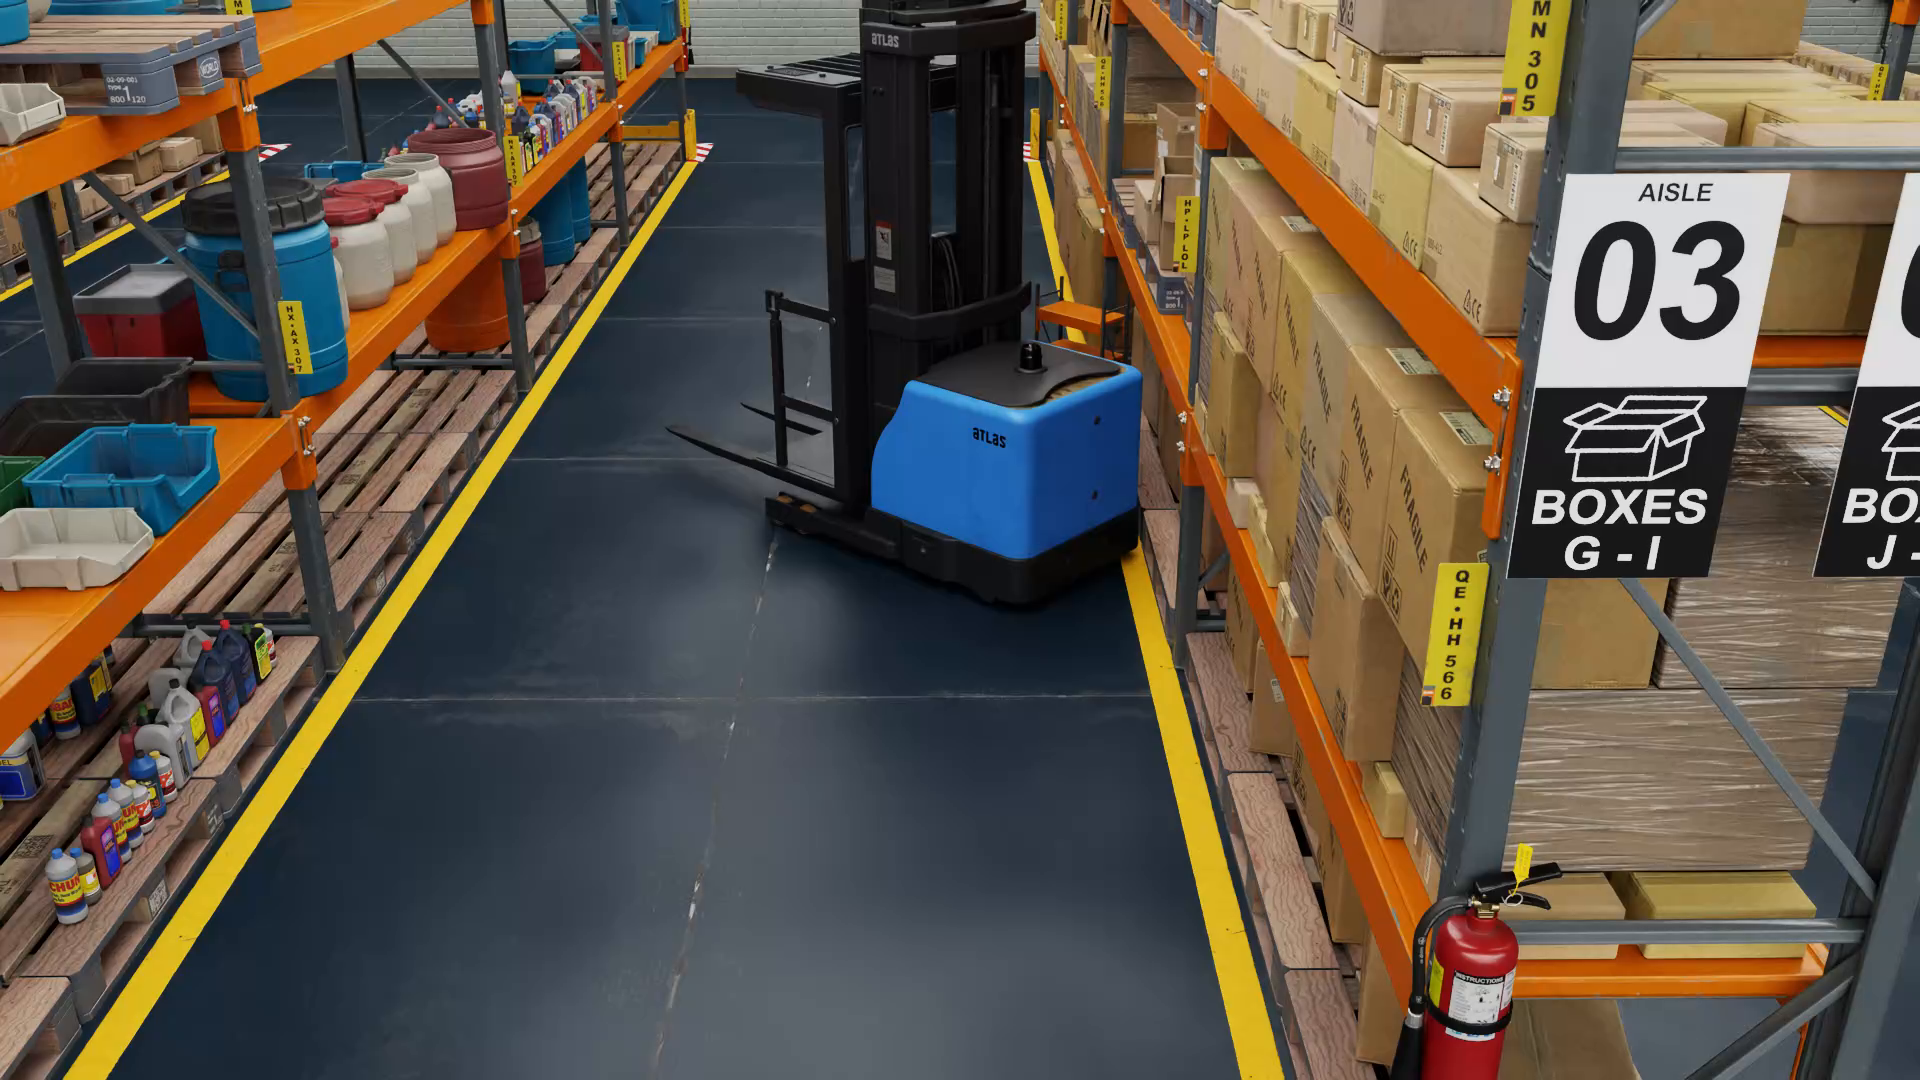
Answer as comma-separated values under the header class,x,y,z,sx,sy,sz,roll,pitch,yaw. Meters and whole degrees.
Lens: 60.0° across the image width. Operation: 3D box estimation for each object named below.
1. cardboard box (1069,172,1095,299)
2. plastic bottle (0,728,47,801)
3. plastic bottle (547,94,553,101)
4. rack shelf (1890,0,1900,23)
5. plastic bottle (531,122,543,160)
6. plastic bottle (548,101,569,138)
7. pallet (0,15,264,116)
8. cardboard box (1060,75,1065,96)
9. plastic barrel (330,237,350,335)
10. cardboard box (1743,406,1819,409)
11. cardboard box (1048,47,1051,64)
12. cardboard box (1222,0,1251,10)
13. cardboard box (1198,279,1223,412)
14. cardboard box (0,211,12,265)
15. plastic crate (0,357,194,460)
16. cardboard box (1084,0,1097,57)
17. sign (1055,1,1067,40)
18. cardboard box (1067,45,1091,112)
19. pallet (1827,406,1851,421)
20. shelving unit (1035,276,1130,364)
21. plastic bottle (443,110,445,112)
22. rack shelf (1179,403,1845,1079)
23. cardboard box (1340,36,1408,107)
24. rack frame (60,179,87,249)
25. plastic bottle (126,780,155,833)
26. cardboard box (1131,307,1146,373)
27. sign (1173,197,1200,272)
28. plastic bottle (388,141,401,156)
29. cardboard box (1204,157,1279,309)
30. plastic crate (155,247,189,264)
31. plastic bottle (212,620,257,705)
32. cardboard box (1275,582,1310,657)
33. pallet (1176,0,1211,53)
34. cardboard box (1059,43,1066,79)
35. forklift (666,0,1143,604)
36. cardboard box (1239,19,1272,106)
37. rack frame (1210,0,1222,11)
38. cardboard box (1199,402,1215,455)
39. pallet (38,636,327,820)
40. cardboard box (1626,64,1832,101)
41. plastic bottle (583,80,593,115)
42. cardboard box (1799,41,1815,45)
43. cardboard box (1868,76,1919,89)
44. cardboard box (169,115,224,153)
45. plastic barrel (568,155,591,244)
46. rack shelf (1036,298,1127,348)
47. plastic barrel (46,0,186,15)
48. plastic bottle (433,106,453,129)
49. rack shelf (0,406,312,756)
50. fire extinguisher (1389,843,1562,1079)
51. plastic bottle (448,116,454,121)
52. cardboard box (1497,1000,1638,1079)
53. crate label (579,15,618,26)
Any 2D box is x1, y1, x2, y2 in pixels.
class,x,y,z,sx,sy,sz,roll,pitch,yaw
cardboard box,1.486,-2.299,12.761,1.225,0.875,0.875,0,24,0
plastic bottle,-3.686,0.864,6.471,0.152,0.276,0.135,0,24,-1
plastic bottle,-3.309,-3.463,13.424,0.097,0.271,0.097,0,24,0
rack shelf,6.414,-4.267,12.278,1.077,0.370,4.000,0,24,-1
plastic bottle,-3.143,-2.951,12.291,0.097,0.271,0.097,0,24,0
plastic bottle,-3.180,-3.323,13.107,0.152,0.276,0.135,0,24,-1
pallet,-3.328,-1.737,6.039,1.213,0.211,1.003,0,24,-1
cardboard box,1.101,-4.082,14.939,0.380,0.149,0.250,0,24,0
plastic barrel,-3.225,-1.210,8.121,0.433,0.535,0.433,0,24,0
cardboard box,1.830,-0.198,4.351,0.500,0.500,0.500,0,24,-1
cardboard box,1.080,-4.824,16.581,0.380,0.149,0.250,-1,24,-2
cardboard box,1.214,-2.120,6.356,0.380,0.149,0.250,-1,24,-2
cardboard box,1.462,-0.771,6.832,0.875,0.500,0.500,0,24,-1
cardboard box,-8.180,-2.478,13.588,0.500,0.500,0.500,0,24,0
plastic crate,-3.555,-0.509,6.810,0.767,0.338,0.504,0,24,-1
cardboard box,1.447,-4.311,13.804,0.797,0.503,0.637,-1,24,-2
sign,0.876,-4.499,14.411,0.100,0.325,0.005,0,24,-1
cardboard box,1.186,-3.927,14.171,0.500,0.500,0.500,0,24,0
pallet,6.369,-0.809,10.781,1.003,0.211,1.213,0,24,-1
shelving unit,0.703,-0.901,9.786,0.503,1.200,0.258,21,32,38
plastic bottle,-3.925,-3.115,12.639,0.061,0.283,0.133,0,24,-1
rack shelf,1.540,0.377,5.650,1.077,0.370,4.000,0,24,-1
cardboard box,1.240,-1.256,4.446,0.380,0.149,0.250,-1,24,-3
rack frame,-8.474,-4.029,14.518,1.000,3.000,0.127,0,24,-1
plastic bottle,-3.104,0.998,6.265,0.097,0.201,0.097,0,24,0
cardboard box,1.502,-1.209,10.783,0.700,0.500,0.500,-2,24,-3
sign,0.964,-1.299,7.077,0.100,0.325,0.005,0,24,-1
plastic bottle,-3.911,-2.608,11.518,0.061,0.283,0.133,0,24,-1
cardboard box,1.269,-1.225,6.624,0.500,0.500,0.500,0,24,-1
plastic crate,-3.757,-1.199,8.280,0.392,0.384,0.575,0,24,-1
plastic bottle,-3.139,0.518,7.146,0.144,0.351,0.185,-1,24,-2
cardboard box,1.231,0.253,5.355,0.380,0.149,0.250,0,24,-1
pallet,1.618,-2.311,7.308,1.213,0.211,1.003,0,24,-1
cardboard box,1.164,-4.320,14.982,0.500,0.250,0.500,-1,24,-2
forklift,-0.467,-1.509,9.030,3.031,2.935,1.130,20,31,38
cardboard box,1.278,-1.669,5.843,0.500,0.250,0.500,0,24,-1
rack frame,1.519,-3.509,6.088,1.000,3.000,0.127,0,24,-1
cardboard box,1.210,-0.468,6.949,0.380,0.149,0.250,0,24,-1
pallet,-3.468,0.794,7.237,1.003,0.211,1.213,0,24,-1
cardboard box,1.827,-1.045,3.979,0.380,0.149,0.250,1,24,2
plastic bottle,-3.146,-3.740,14.022,0.061,0.283,0.133,0,24,-1
cardboard box,6.599,-3.911,13.330,0.380,0.149,0.250,0,24,-1
cardboard box,6.621,-3.155,11.660,0.380,0.149,0.250,0,24,-1
cardboard box,-8.266,-4.516,18.094,0.500,0.500,0.500,0,24,-1
plastic barrel,-3.532,-3.061,14.414,0.600,0.901,0.708,0,24,-1
rack shelf,0.703,-1.259,9.624,0.480,0.148,0.258,21,32,38
plastic barrel,-3.657,-2.557,7.015,0.600,0.901,0.708,0,24,-1
plastic bottle,-3.881,-3.080,12.481,0.144,0.351,0.185,0,24,-1
rack shelf,-3.412,0.399,5.601,1.077,0.370,4.000,0,24,-1
fire extinguisher,1.103,0.957,3.587,0.296,0.674,0.183,0,24,-1
plastic bottle,-3.864,-3.115,12.640,0.061,0.283,0.133,0,24,-1
cardboard box,1.572,1.563,4.678,0.500,0.500,0.500,4,25,9
crate label,-3.891,-5.546,18.002,0.416,0.233,0.303,0,24,-1
